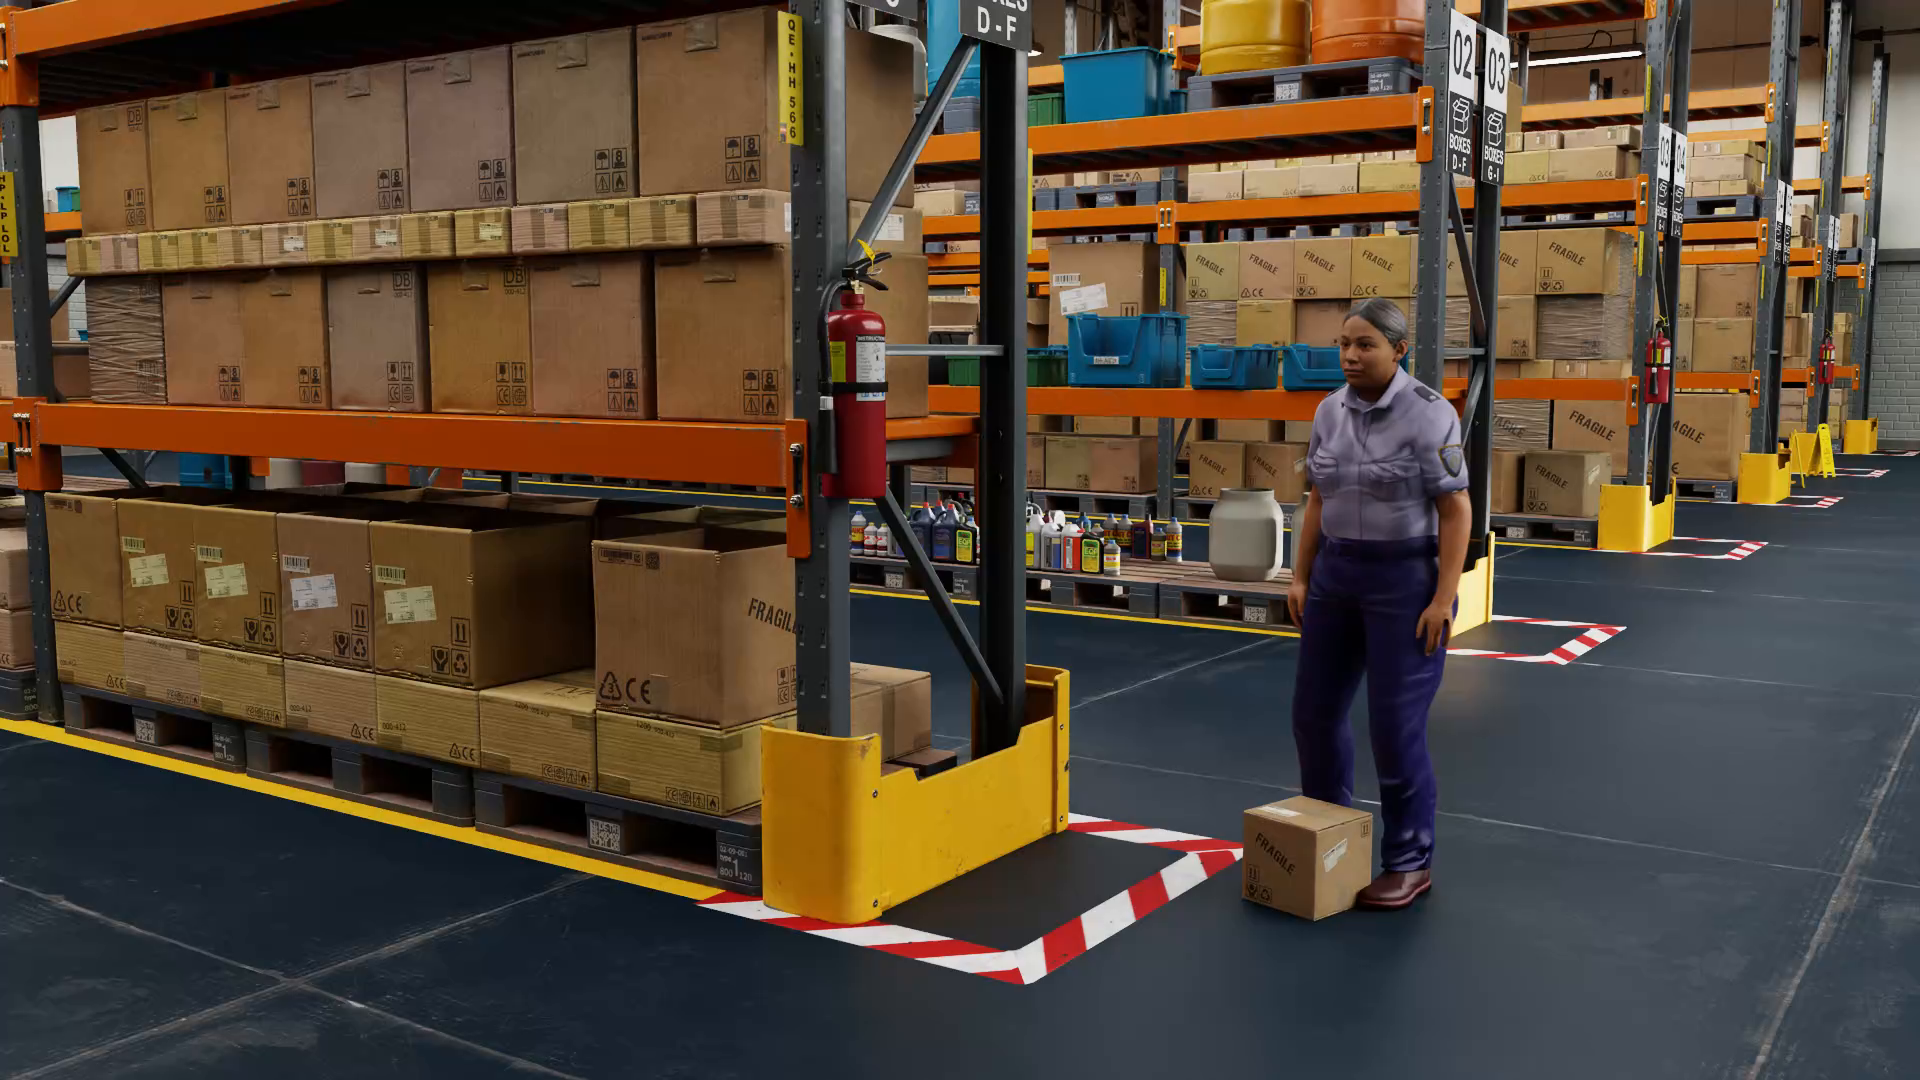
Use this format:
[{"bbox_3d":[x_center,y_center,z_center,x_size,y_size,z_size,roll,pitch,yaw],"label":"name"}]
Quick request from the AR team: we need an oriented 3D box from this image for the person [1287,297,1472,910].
[{"bbox_3d":[1.146,0.158,4.632,0.368,1.652,0.564,-5,8,-39],"label":"person"}]
